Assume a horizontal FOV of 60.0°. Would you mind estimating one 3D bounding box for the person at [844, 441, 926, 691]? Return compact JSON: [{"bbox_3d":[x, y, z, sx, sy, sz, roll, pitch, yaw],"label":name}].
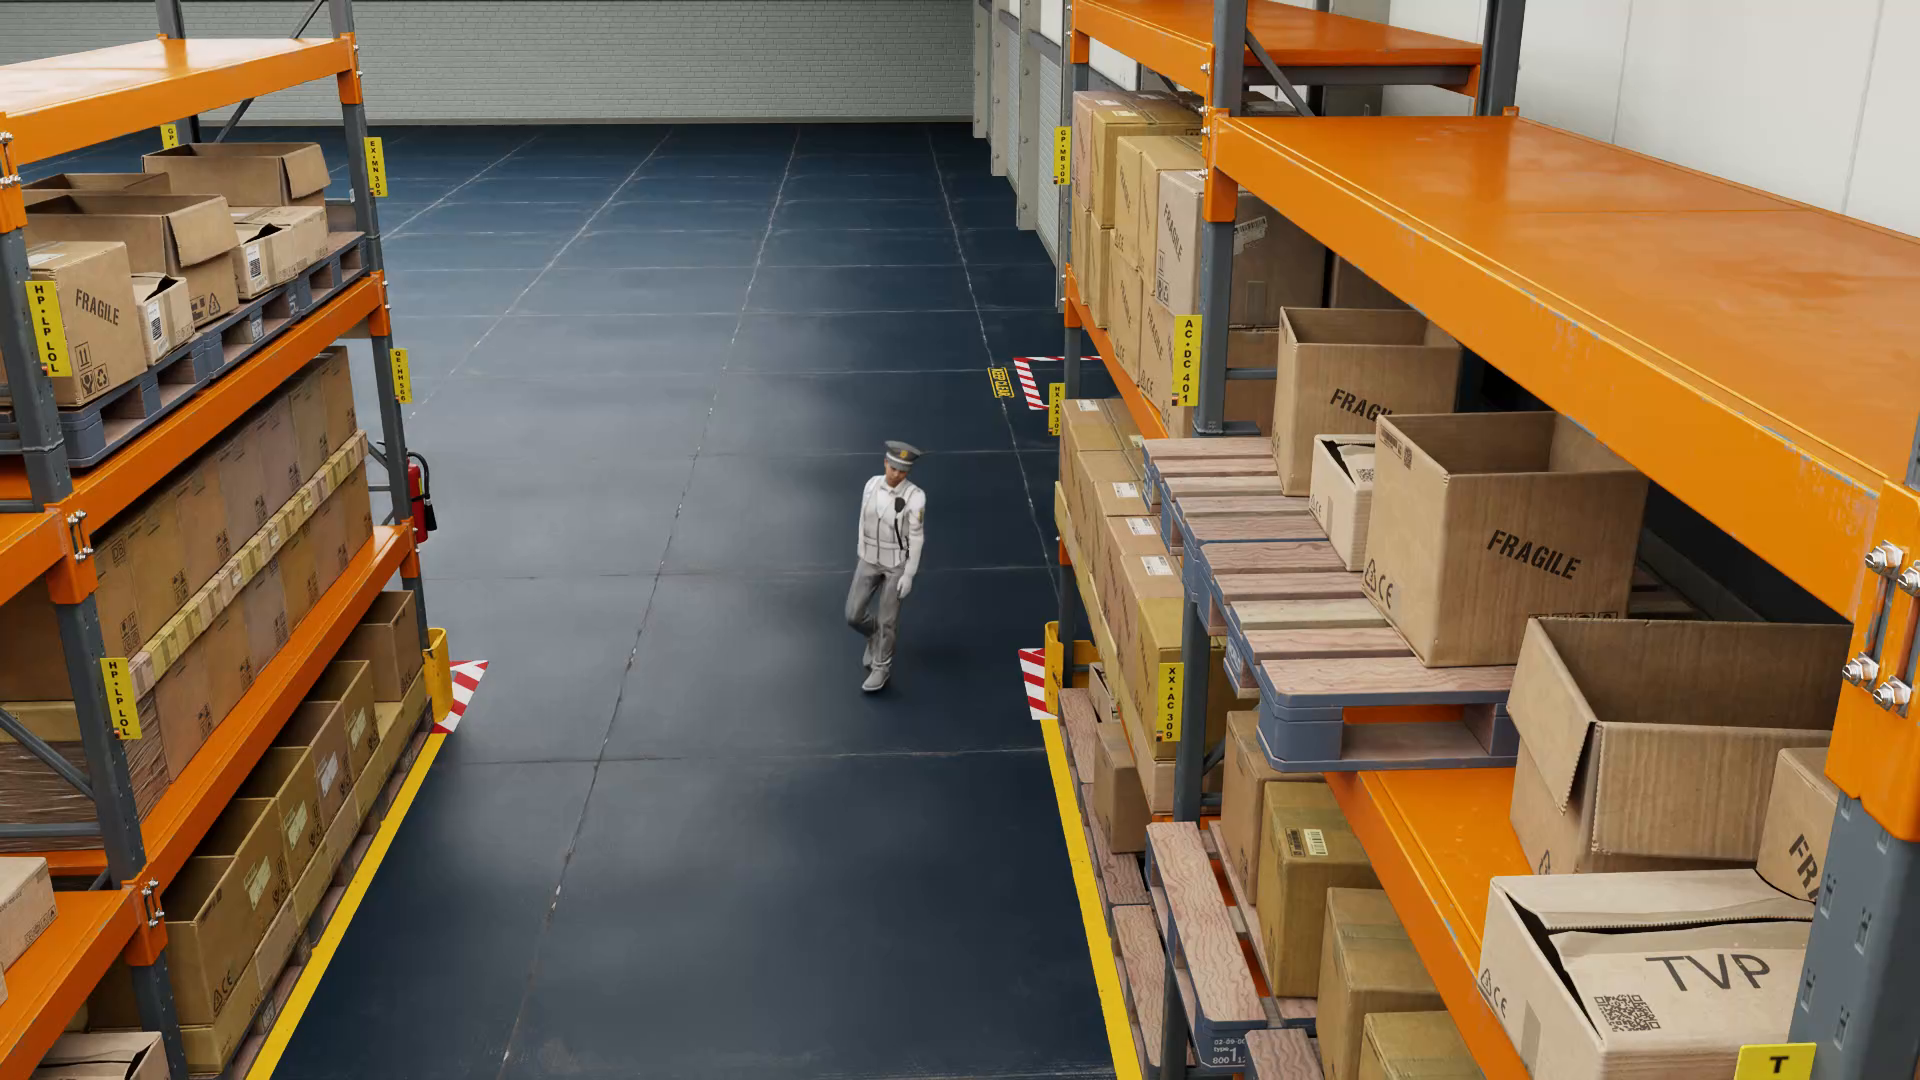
[{"bbox_3d":[-0.457,0.152,10.606,0.504,1.652,0.453,9,22,22],"label":"person"}]
